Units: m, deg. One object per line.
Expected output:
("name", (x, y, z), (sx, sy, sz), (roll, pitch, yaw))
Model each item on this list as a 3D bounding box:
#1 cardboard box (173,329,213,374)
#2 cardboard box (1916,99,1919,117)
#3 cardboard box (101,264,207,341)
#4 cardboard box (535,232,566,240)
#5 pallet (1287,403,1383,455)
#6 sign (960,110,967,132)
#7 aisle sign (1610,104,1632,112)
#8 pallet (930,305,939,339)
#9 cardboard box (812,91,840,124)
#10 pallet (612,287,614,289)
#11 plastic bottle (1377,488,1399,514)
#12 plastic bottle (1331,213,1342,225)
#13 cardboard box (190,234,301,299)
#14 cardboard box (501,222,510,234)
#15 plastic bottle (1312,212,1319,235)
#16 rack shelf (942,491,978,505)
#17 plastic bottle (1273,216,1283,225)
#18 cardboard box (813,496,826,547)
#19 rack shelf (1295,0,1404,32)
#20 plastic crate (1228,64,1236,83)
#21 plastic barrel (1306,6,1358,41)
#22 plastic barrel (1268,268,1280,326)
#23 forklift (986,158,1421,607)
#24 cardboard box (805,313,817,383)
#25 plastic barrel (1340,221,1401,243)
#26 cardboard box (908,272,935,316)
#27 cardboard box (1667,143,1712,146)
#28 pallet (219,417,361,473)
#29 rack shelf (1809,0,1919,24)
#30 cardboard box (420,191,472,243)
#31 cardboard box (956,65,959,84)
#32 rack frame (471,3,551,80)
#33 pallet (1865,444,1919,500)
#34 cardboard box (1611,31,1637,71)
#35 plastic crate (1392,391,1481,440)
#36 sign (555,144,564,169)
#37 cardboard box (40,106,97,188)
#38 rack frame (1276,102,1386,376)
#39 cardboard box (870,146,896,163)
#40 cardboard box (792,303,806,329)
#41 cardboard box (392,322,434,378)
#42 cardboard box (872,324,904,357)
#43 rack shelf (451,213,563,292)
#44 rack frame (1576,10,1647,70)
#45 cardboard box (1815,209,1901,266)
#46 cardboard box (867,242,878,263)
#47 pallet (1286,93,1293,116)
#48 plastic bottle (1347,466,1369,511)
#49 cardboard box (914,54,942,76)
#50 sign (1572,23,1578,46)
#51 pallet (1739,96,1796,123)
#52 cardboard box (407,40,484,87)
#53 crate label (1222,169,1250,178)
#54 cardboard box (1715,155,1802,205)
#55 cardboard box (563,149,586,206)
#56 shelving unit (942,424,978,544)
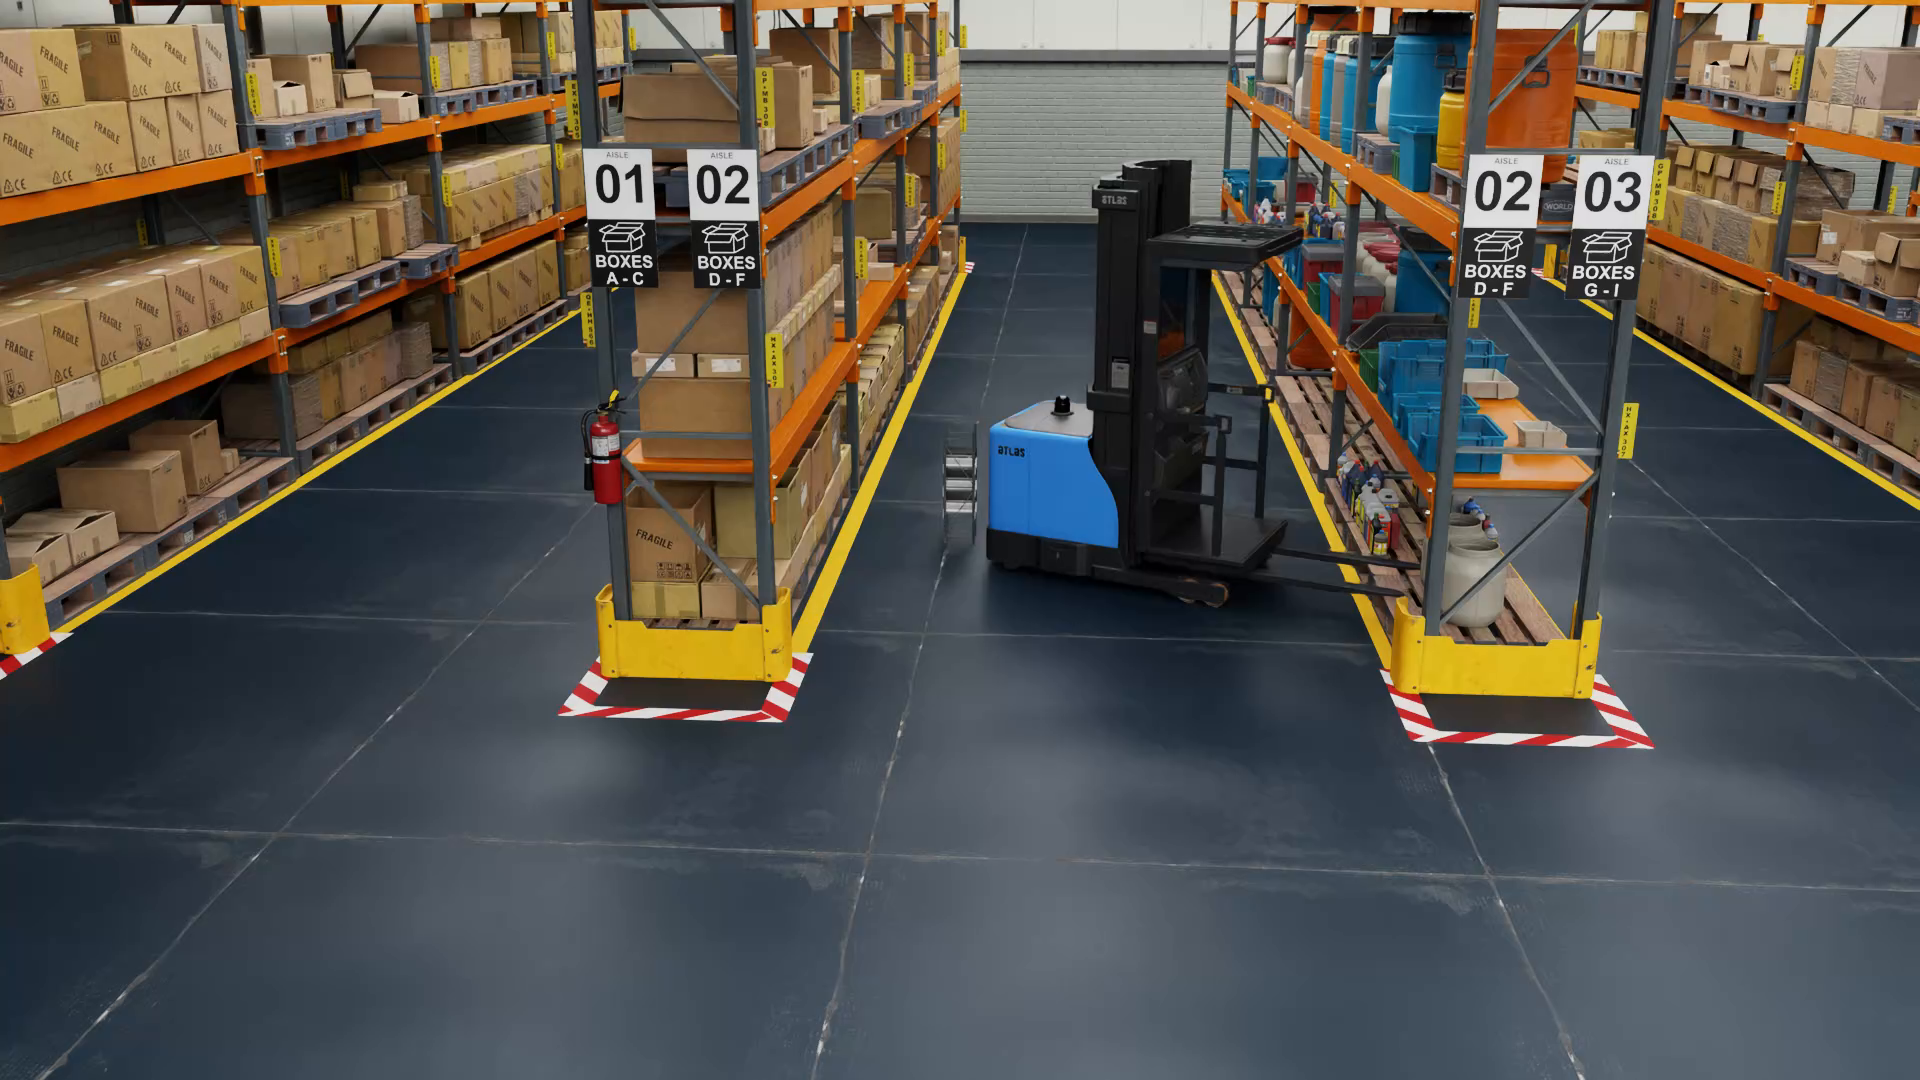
("cardboard box", (-6.099, -1.448, 12.734), (0.500, 0.250, 0.500), (1, 18, 4))
("cardboard box", (8.553, -3.742, 14.408), (0.380, 0.166, 0.250), (1, 18, 2))
("cardboard box", (-6.105, -1.804, 12.617), (0.500, 0.500, 0.500), (1, 18, 2))
("cardboard box", (-5.728, -4.214, 23.265), (0.380, 0.149, 0.250), (1, 18, 2))
("pallet", (3.681, -1.053, 15.798), (1.003, 0.211, 1.213), (1, 18, 4))
("sign", (0.051, -6.274, 24.886), (0.100, 0.325, 0.005), (1, 18, 4))
("aisle sign", (9.683, -6.621, 24.137), (0.394, 0.787, 0.004), (1, 18, 4))
("pallet", (-0.809, -2.771, 21.042), (1.003, 0.211, 1.213), (1, 18, 4))
("cardboard box", (-1.308, -3.610, 13.873), (0.500, 0.250, 0.500), (3, 18, 10))
("pallet", (-5.512, -3.749, 24.024), (1.003, 0.211, 1.213), (1, 18, 4))
("plastic bottle", (3.212, -0.241, 12.508), (0.152, 0.276, 0.135), (1, 18, 4))
("plastic bottle", (4.334, -3.580, 19.110), (0.144, 0.351, 0.185), (1, 18, 4))
("cardboard box", (-6.233, -2.389, 14.528), (0.700, 0.500, 0.500), (1, 18, 4))
("cardboard box", (-5.637, -3.762, 19.959), (0.380, 0.149, 0.250), (2, 18, 6))
("plastic bottle", (4.258, -3.774, 19.831), (0.097, 0.271, 0.097), (0, 18, 0))
("rack shelf", (0.001, -0.313, 12.829), (0.258, 0.077, 0.200), (1, 18, 4))
("plastic bottle", (3.604, -3.511, 18.900), (0.144, 0.351, 0.185), (1, 18, 4))
("cardboard box", (-1.279, -0.143, 12.285), (0.500, 0.250, 0.500), (1, 18, 4))
("rack shelf", (3.722, -4.694, 14.593), (1.077, 0.370, 4.000), (1, 18, 4))
("plastic crate", (4.133, -6.731, 24.039), (0.497, 0.269, 0.590), (1, 18, 4))
("plastic barrel", (4.182, -5.568, 18.802), (0.600, 0.901, 0.708), (1, 18, 4))
("plastic barrel", (4.045, -3.052, 20.116), (0.600, 0.901, 0.708), (1, 18, 4))
("forklift", (1.746, -1.117, 11.624), (3.031, 2.935, 1.130), (9, 20, 25))
("cardboard box", (-1.458, -1.455, 12.386), (0.700, 0.500, 0.500), (2, 18, 5))
("plastic barrel", (4.134, -2.910, 16.767), (0.600, 0.536, 0.708), (1, 18, 4))
("cardboard box", (-0.582, -3.058, 20.747), (0.500, 0.500, 0.500), (1, 18, 4))
("cardboard box", (9.425, -4.850, 21.466), (0.500, 0.500, 0.500), (1, 18, 4))
("pallet", (-6.249, -0.891, 15.305), (1.003, 0.211, 1.213), (1, 18, 4))
("rack shelf", (8.662, -4.583, 14.256), (1.077, 0.370, 4.000), (1, 18, 4))
("cardboard box", (-5.726, -3.561, 18.302), (0.500, 0.500, 0.500), (2, 18, 6))
("cardboard box", (-0.275, -6.781, 24.224), (0.500, 0.250, 0.500), (1, 18, 4))
("rack frame", (-5.729, -7.310, 20.781), (1.000, 3.000, 0.127), (1, 18, 4))
("pallet", (8.573, -0.560, 14.292), (1.003, 0.211, 1.213), (1, 18, 4))
("cardboard box", (9.246, -6.594, 22.416), (0.700, 0.500, 0.500), (0, 18, 0))
("plastic crate", (3.081, -0.804, 10.799), (0.499, 0.251, 0.408), (1, 18, 4))
("sign", (-5.188, -4.963, 21.520), (0.100, 0.325, 0.005), (1, 18, 4))
("cardboard box", (-6.209, -2.641, 11.154), (0.500, 0.500, 0.500), (2, 18, 6))
("rack frame", (3.865, -2.996, 17.249), (1.000, 3.000, 0.127), (1, 18, 4))
("cardboard box", (-1.010, -5.035, 21.707), (0.500, 0.500, 0.500), (1, 18, 4))
("cardboard box", (-1.295, -1.573, 11.705), (0.380, 0.149, 0.250), (1, 18, 4))
("cardboard box", (-6.016, -2.014, 17.559), (0.700, 0.500, 0.500), (2, 18, 5))
("cardboard box", (-0.867, -2.099, 17.352), (0.500, 0.311, 0.500), (2, 18, 5))
("rack shelf", (-5.873, -3.496, 19.932), (1.077, 0.370, 4.000), (1, 18, 4))
("rack frame", (9.379, -8.221, 23.560), (1.000, 3.000, 0.127), (1, 18, 4))
("cardboard box", (8.807, -2.964, 16.316), (0.500, 0.500, 0.500), (-1, 18, -3))
("cardboard box", (-1.145, -2.953, 17.262), (0.500, 0.311, 0.500), (2, 18, 7))
("pallet", (4.018, -4.567, 17.530), (1.003, 0.211, 1.213), (1, 18, 4))
("plastic bottle", (3.093, -0.404, 12.886), (0.144, 0.351, 0.185), (1, 18, 2))
("cardboard box", (-0.506, -6.087, 21.304), (0.500, 0.250, 0.500), (1, 18, 4))
("sign", (8.826, -7.263, 23.922), (0.100, 0.325, 0.005), (1, 18, 4))
("pallet", (8.799, -4.422, 17.088), (1.213, 0.211, 1.003), (2, 18, 6))
("cardboard box", (-5.977, -5.542, 19.335), (0.700, 0.500, 0.500), (1, 18, 4))
("crate label", (4.093, -5.360, 24.637), (0.416, 0.233, 0.303), (1, 18, 4))
("cardboard box", (8.965, -4.047, 18.685), (0.797, 0.503, 0.637), (2, 18, 6))
("cardboard box", (-5.617, -4.997, 22.873), (0.980, 0.700, 0.700), (1, 18, 3))
("shelving unit", (0.001, -0.430, 12.791), (0.258, 0.900, 0.210), (1, 18, 4))
